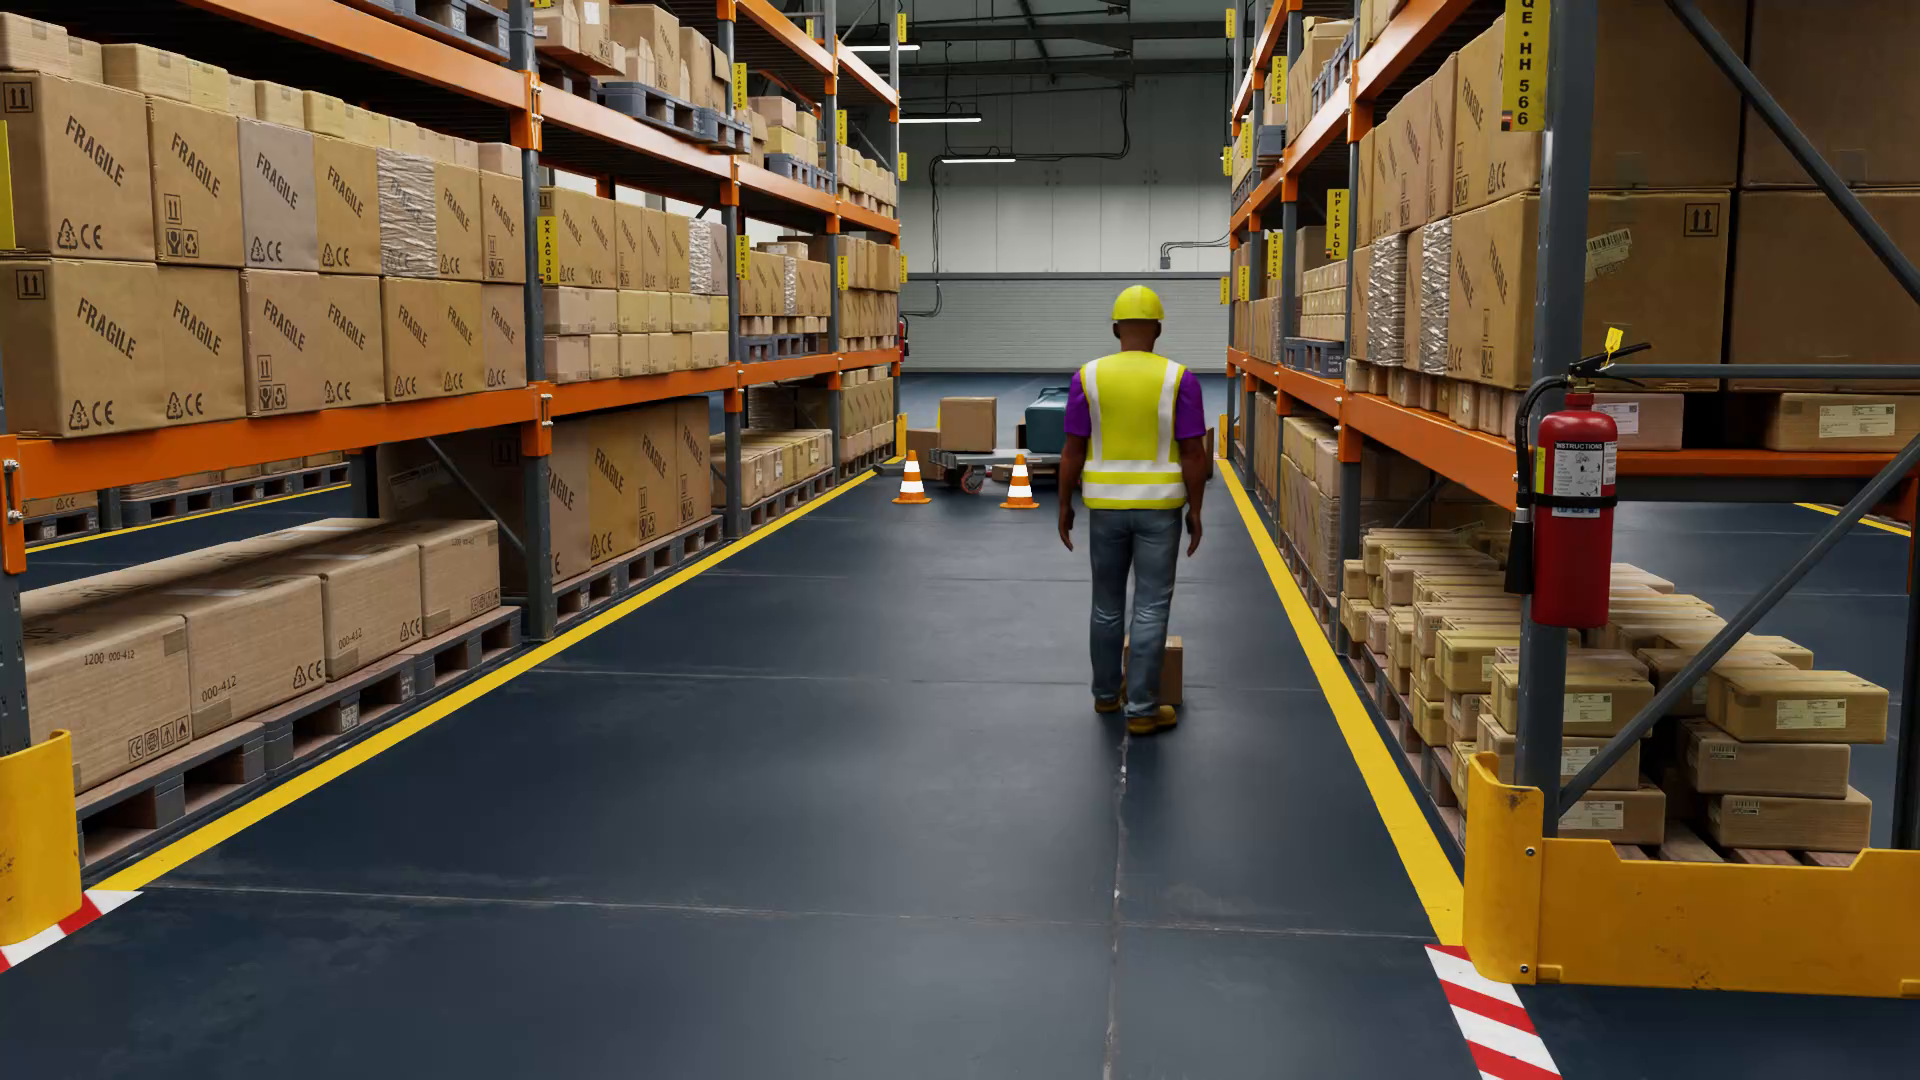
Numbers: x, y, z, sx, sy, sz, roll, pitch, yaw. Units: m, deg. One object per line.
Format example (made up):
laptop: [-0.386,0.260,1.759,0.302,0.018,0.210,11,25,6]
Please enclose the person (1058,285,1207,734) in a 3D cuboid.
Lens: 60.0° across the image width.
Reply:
person: [0.716,-0.139,6.748,0.598,1.764,0.660,2,8,15]
